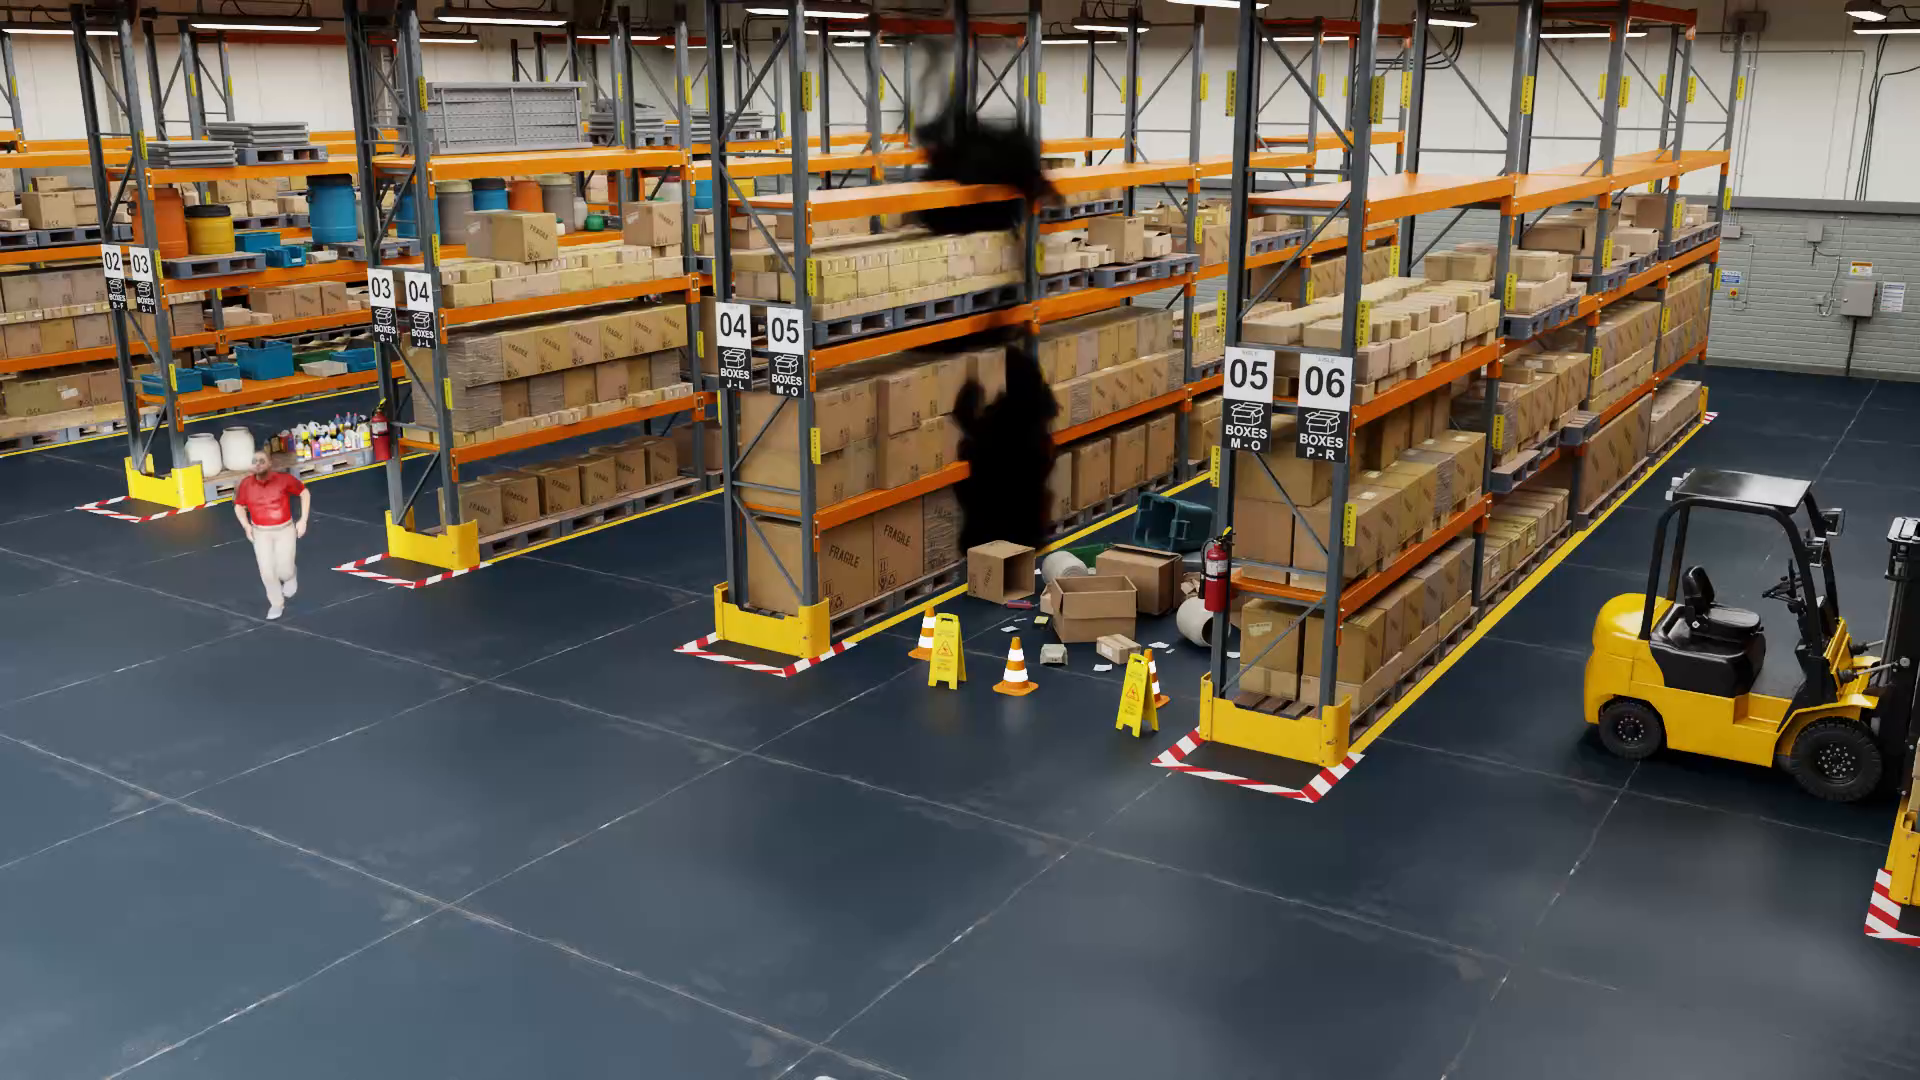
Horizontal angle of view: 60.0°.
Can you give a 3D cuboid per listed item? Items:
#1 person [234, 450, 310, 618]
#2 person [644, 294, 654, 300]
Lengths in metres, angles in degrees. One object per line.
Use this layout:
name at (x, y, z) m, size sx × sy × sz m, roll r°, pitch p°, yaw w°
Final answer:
person at (-6.735, -0.060, 16.322) m, size 0.684 × 1.682 × 0.619 m, roll -3°, pitch 16°, yaw -10°
person at (-6.068, -4.272, 31.520) m, size 0.617 × 1.682 × 0.747 m, roll 6°, pitch 17°, yaw 20°
